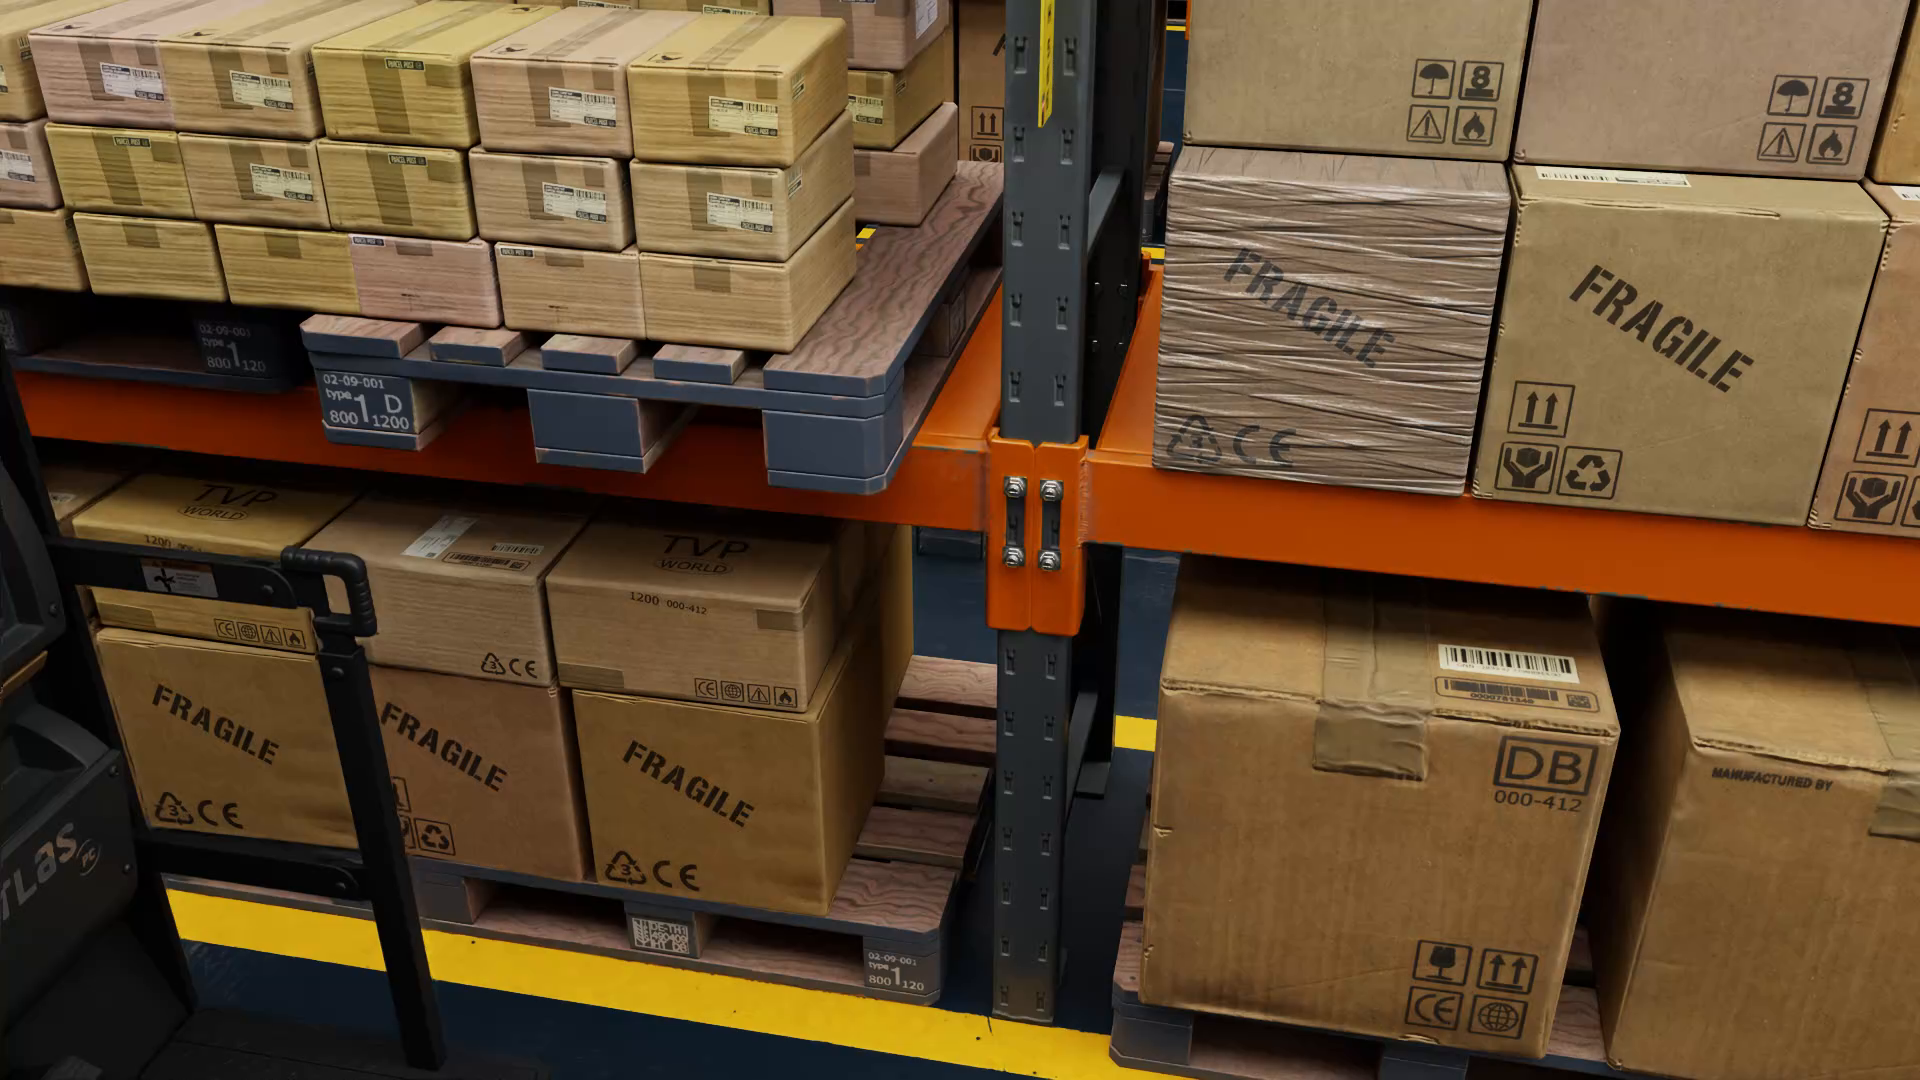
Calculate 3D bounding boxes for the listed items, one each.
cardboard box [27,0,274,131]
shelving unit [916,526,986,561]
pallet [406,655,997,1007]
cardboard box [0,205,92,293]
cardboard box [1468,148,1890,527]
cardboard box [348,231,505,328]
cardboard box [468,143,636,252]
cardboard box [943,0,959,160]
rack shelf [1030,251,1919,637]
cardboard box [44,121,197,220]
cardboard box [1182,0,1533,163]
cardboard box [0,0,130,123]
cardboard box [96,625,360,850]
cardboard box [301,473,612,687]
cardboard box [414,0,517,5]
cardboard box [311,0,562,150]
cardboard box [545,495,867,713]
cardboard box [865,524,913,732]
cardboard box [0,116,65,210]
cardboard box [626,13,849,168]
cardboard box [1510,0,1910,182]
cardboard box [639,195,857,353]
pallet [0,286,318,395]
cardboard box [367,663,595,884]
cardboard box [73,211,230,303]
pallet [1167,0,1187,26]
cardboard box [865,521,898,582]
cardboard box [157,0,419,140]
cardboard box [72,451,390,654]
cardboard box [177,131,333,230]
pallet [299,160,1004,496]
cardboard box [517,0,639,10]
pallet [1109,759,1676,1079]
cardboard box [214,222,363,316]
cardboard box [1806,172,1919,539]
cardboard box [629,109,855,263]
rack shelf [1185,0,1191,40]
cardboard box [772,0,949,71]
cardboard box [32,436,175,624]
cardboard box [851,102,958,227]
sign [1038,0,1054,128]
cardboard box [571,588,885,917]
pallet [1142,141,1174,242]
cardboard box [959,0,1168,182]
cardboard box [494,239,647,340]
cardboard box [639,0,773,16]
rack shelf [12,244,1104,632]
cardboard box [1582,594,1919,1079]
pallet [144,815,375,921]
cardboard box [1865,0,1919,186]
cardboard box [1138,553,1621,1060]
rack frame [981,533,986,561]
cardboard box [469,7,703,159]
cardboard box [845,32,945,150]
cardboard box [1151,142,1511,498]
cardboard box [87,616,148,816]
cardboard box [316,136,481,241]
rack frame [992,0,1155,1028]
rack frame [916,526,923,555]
[{"bbox_3d":[-1.341,-0.827,2.842,0.250,0.149,0.380,6,29,11],"label":"cardboard box"},{"bbox_3d":[-0.008,-0.396,5.035,0.210,0.900,0.258,6,29,11],"label":"shelving unit"},{"bbox_3d":[-0.532,0.590,3.952,1.213,0.211,1.003,6,29,11],"label":"pallet"},{"bbox_3d":[-1.600,-0.593,3.033,0.250,0.149,0.380,7,29,12],"label":"cardboard box"},{"bbox_3d":[1.112,-0.376,2.710,0.500,0.500,0.500,6,29,10],"label":"cardboard box"},{"bbox_3d":[-0.841,-0.513,2.888,0.250,0.149,0.380,6,29,11],"label":"cardboard box"},{"bbox_3d":[-0.608,-0.620,2.774,0.250,0.149,0.380,7,29,12],"label":"cardboard box"},{"bbox_3d":[-0.363,-2.341,8.177,0.875,0.875,0.875,6,29,11],"label":"cardboard box"},{"bbox_3d":[2.188,-0.038,2.945,4.000,0.370,1.077,6,29,11],"label":"rack shelf"},{"bbox_3d":[-1.353,-0.697,2.913,0.250,0.149,0.380,6,29,10],"label":"cardboard box"},{"bbox_3d":[0.669,-0.987,2.783,0.500,0.500,0.700,6,29,10],"label":"cardboard box"},{"bbox_3d":[-1.607,-0.853,2.890,0.250,0.149,0.380,7,30,13],"label":"cardboard box"},{"bbox_3d":[-1.494,0.316,3.715,0.500,0.500,0.500,5,29,8],"label":"cardboard box"},{"bbox_3d":[-0.988,0.038,3.441,0.500,0.250,0.500,6,29,11],"label":"cardboard box"},{"bbox_3d":[-0.941,-1.105,3.350,0.250,0.149,0.380,5,29,8],"label":"cardboard box"},{"bbox_3d":[-0.844,-0.775,2.747,0.250,0.149,0.380,7,29,12],"label":"cardboard box"},{"bbox_3d":[-0.492,0.084,3.358,0.500,0.250,0.500,5,29,9],"label":"cardboard box"},{"bbox_3d":[-0.407,0.168,3.986,0.500,0.500,0.500,5,29,8],"label":"cardboard box"},{"bbox_3d":[-1.608,-0.722,2.961,0.250,0.149,0.380,7,29,12],"label":"cardboard box"},{"bbox_3d":[-0.343,-0.723,2.651,0.250,0.149,0.380,5,29,9],"label":"cardboard box"},{"bbox_3d":[1.164,-0.937,2.692,0.500,0.500,0.700,5,29,10],"label":"cardboard box"},{"bbox_3d":[-0.347,-0.462,2.794,0.250,0.149,0.380,6,29,11],"label":"cardboard box"},{"bbox_3d":[-1.713,-0.649,3.512,1.213,0.211,1.003,6,29,11],"label":"pallet"},{"bbox_3d":[-0.973,0.361,3.632,0.500,0.500,0.500,7,29,13],"label":"cardboard box"},{"bbox_3d":[-1.347,-0.566,2.984,0.250,0.149,0.380,5,29,8],"label":"cardboard box"},{"bbox_3d":[1.477,-4.090,12.500,1.213,0.211,1.003,6,29,11],"label":"pallet"},{"bbox_3d":[-0.392,-0.154,3.792,0.500,0.250,0.500,5,29,8],"label":"cardboard box"},{"bbox_3d":[-1.106,-0.800,2.793,0.250,0.149,0.380,7,29,12],"label":"cardboard box"},{"bbox_3d":[-1.482,-0.020,3.548,0.500,0.250,0.500,7,29,12],"label":"cardboard box"},{"bbox_3d":[-1.110,-0.671,2.866,0.250,0.149,0.380,6,29,11],"label":"cardboard box"},{"bbox_3d":[-0.487,-0.491,3.223,1.003,0.211,1.213,6,29,11],"label":"pallet"},{"bbox_3d":[-0.682,-1.079,3.301,0.250,0.149,0.380,6,29,10],"label":"cardboard box"},{"bbox_3d":[0.987,0.784,3.599,1.213,0.211,1.003,6,29,11],"label":"pallet"},{"bbox_3d":[-1.084,-0.540,2.936,0.250,0.149,0.380,5,29,10],"label":"cardboard box"},{"bbox_3d":[1.606,-0.326,2.617,0.500,0.500,0.500,6,29,11],"label":"cardboard box"},{"bbox_3d":[-0.346,-0.594,2.726,0.250,0.149,0.380,6,29,12],"label":"cardboard box"},{"bbox_3d":[-0.789,-2.774,7.942,4.000,0.370,1.077,6,29,11],"label":"rack shelf"},{"bbox_3d":[-0.184,-1.027,3.207,0.250,0.149,0.380,6,29,11],"label":"cardboard box"},{"bbox_3d":[-1.993,-0.068,3.636,0.500,0.250,0.500,7,29,12],"label":"cardboard box"},{"bbox_3d":[-0.164,-0.768,3.353,0.250,0.149,0.380,5,29,10],"label":"cardboard box"},{"bbox_3d":[0.128,-0.771,2.412,0.005,0.325,0.100,6,29,11],"label":"sign"},{"bbox_3d":[-0.466,0.415,3.534,0.500,0.500,0.500,6,29,10],"label":"cardboard box"},{"bbox_3d":[0.412,-1.780,8.282,1.213,0.211,1.003,6,29,11],"label":"pallet"},{"bbox_3d":[0.509,-2.249,8.010,0.875,0.875,0.875,6,29,10],"label":"cardboard box"},{"bbox_3d":[-0.589,-0.487,2.841,0.250,0.149,0.380,6,29,10],"label":"cardboard box"},{"bbox_3d":[-0.443,-1.052,3.253,0.250,0.149,0.380,5,29,9],"label":"cardboard box"},{"bbox_3d":[-1.724,-0.439,3.677,4.000,0.370,1.077,6,29,11],"label":"rack shelf"},{"bbox_3d":[1.664,0.438,3.232,0.750,0.750,1.050,6,29,11],"label":"cardboard box"},{"bbox_3d":[-1.721,0.467,4.178,1.213,0.211,1.003,6,29,11],"label":"pallet"},{"bbox_3d":[1.666,-0.886,2.600,0.500,0.500,0.700,5,29,10],"label":"cardboard box"},{"bbox_3d":[0.809,0.352,3.389,0.750,0.750,1.050,5,29,10],"label":"cardboard box"},{"bbox_3d":[0.091,-0.385,5.017,0.006,0.900,0.240,6,29,11],"label":"rack frame"},{"bbox_3d":[-0.588,-0.749,2.699,0.250,0.149,0.380,6,29,10],"label":"cardboard box"},{"bbox_3d":[-0.199,-0.901,3.287,0.250,0.149,0.380,7,30,13],"label":"cardboard box"},{"bbox_3d":[0.615,-0.426,2.800,0.500,0.500,0.500,6,29,11],"label":"cardboard box"},{"bbox_3d":[-1.980,0.254,3.828,0.500,0.500,0.500,6,29,11],"label":"cardboard box"},{"bbox_3d":[-0.866,-0.645,2.820,0.250,0.149,0.380,7,29,12],"label":"cardboard box"},{"bbox_3d":[0.232,-0.554,3.138,0.127,3.000,1.000,6,29,11],"label":"rack frame"},{"bbox_3d":[-0.107,-0.406,5.054,0.006,0.900,0.240,6,29,11],"label":"rack frame"}]
